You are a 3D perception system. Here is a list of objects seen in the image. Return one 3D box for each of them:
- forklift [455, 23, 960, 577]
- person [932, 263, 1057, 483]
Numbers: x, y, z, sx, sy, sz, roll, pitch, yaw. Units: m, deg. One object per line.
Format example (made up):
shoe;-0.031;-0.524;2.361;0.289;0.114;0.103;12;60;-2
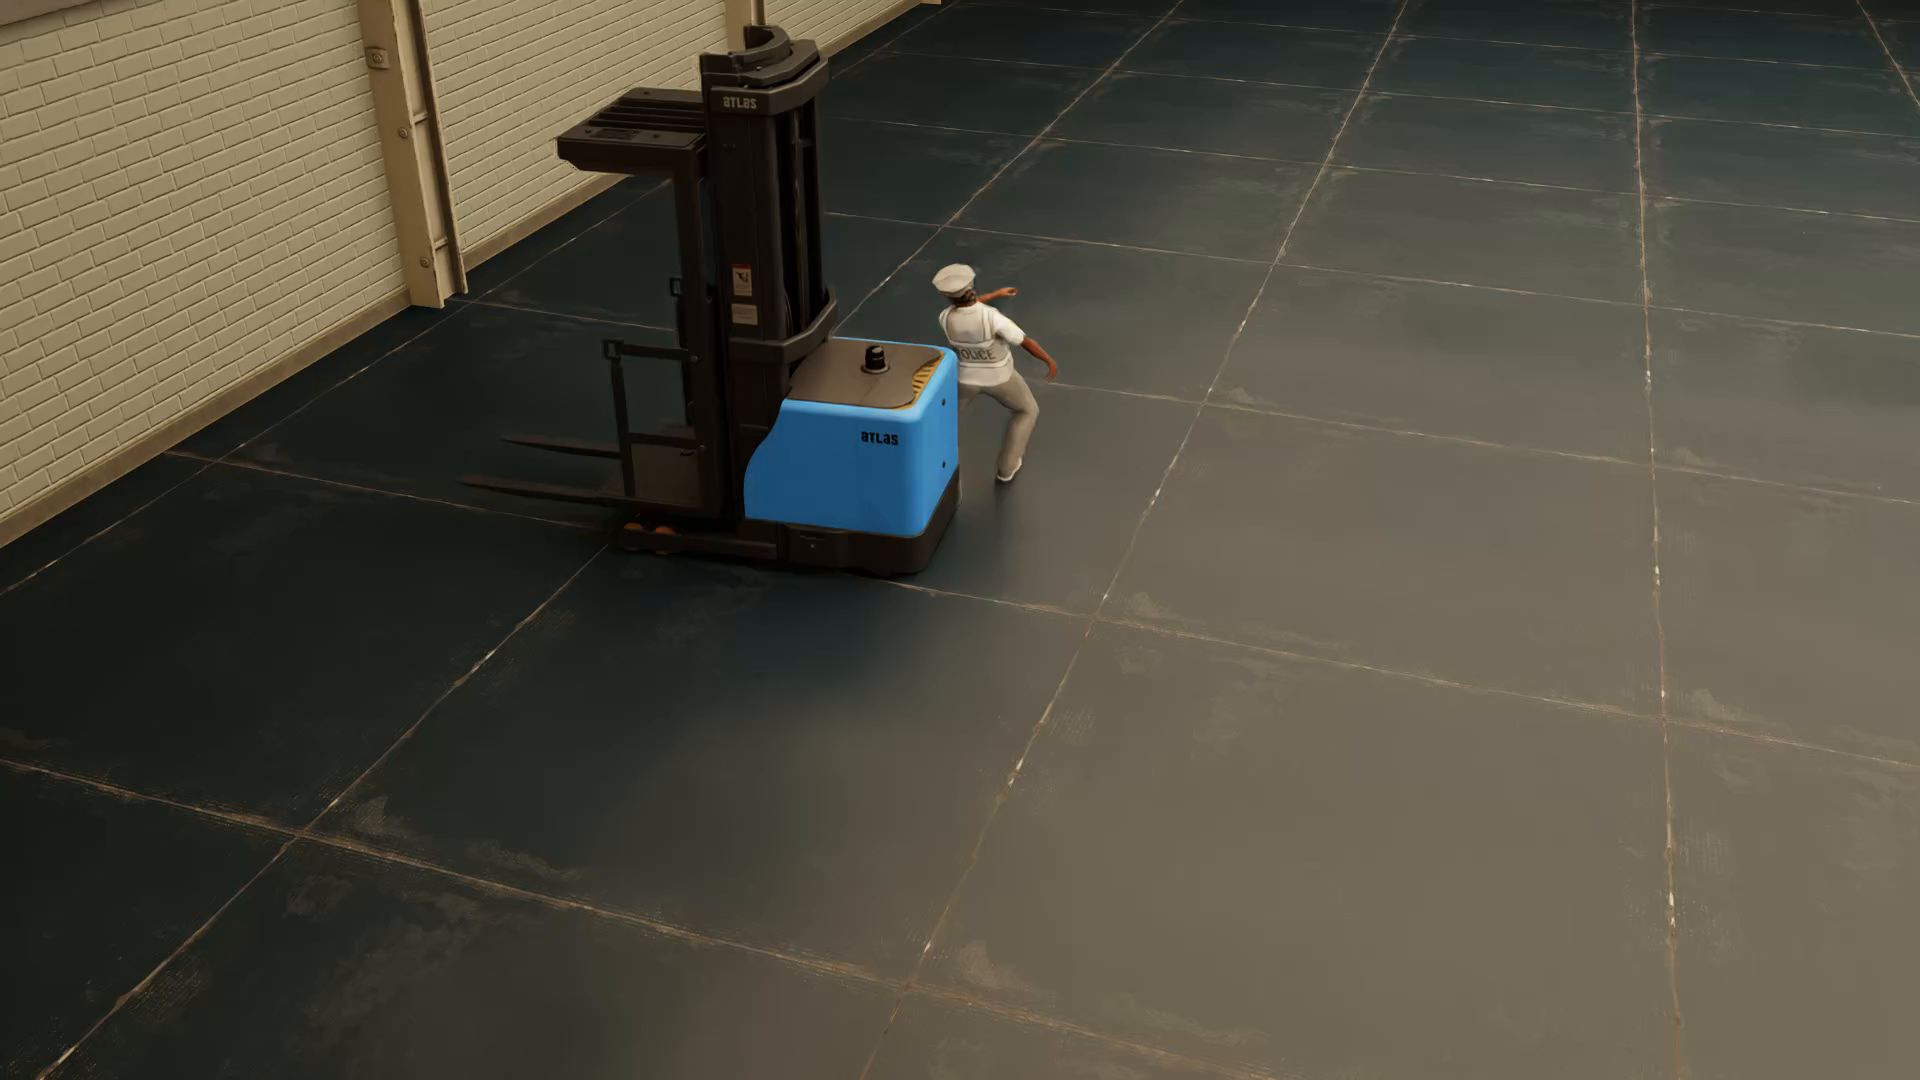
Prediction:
forklift;-1.575;-1.432;9.649;3.031;2.935;1.130;7;30;12
person;0.206;-1.029;10.342;0.798;1.495;0.815;1;30;2
